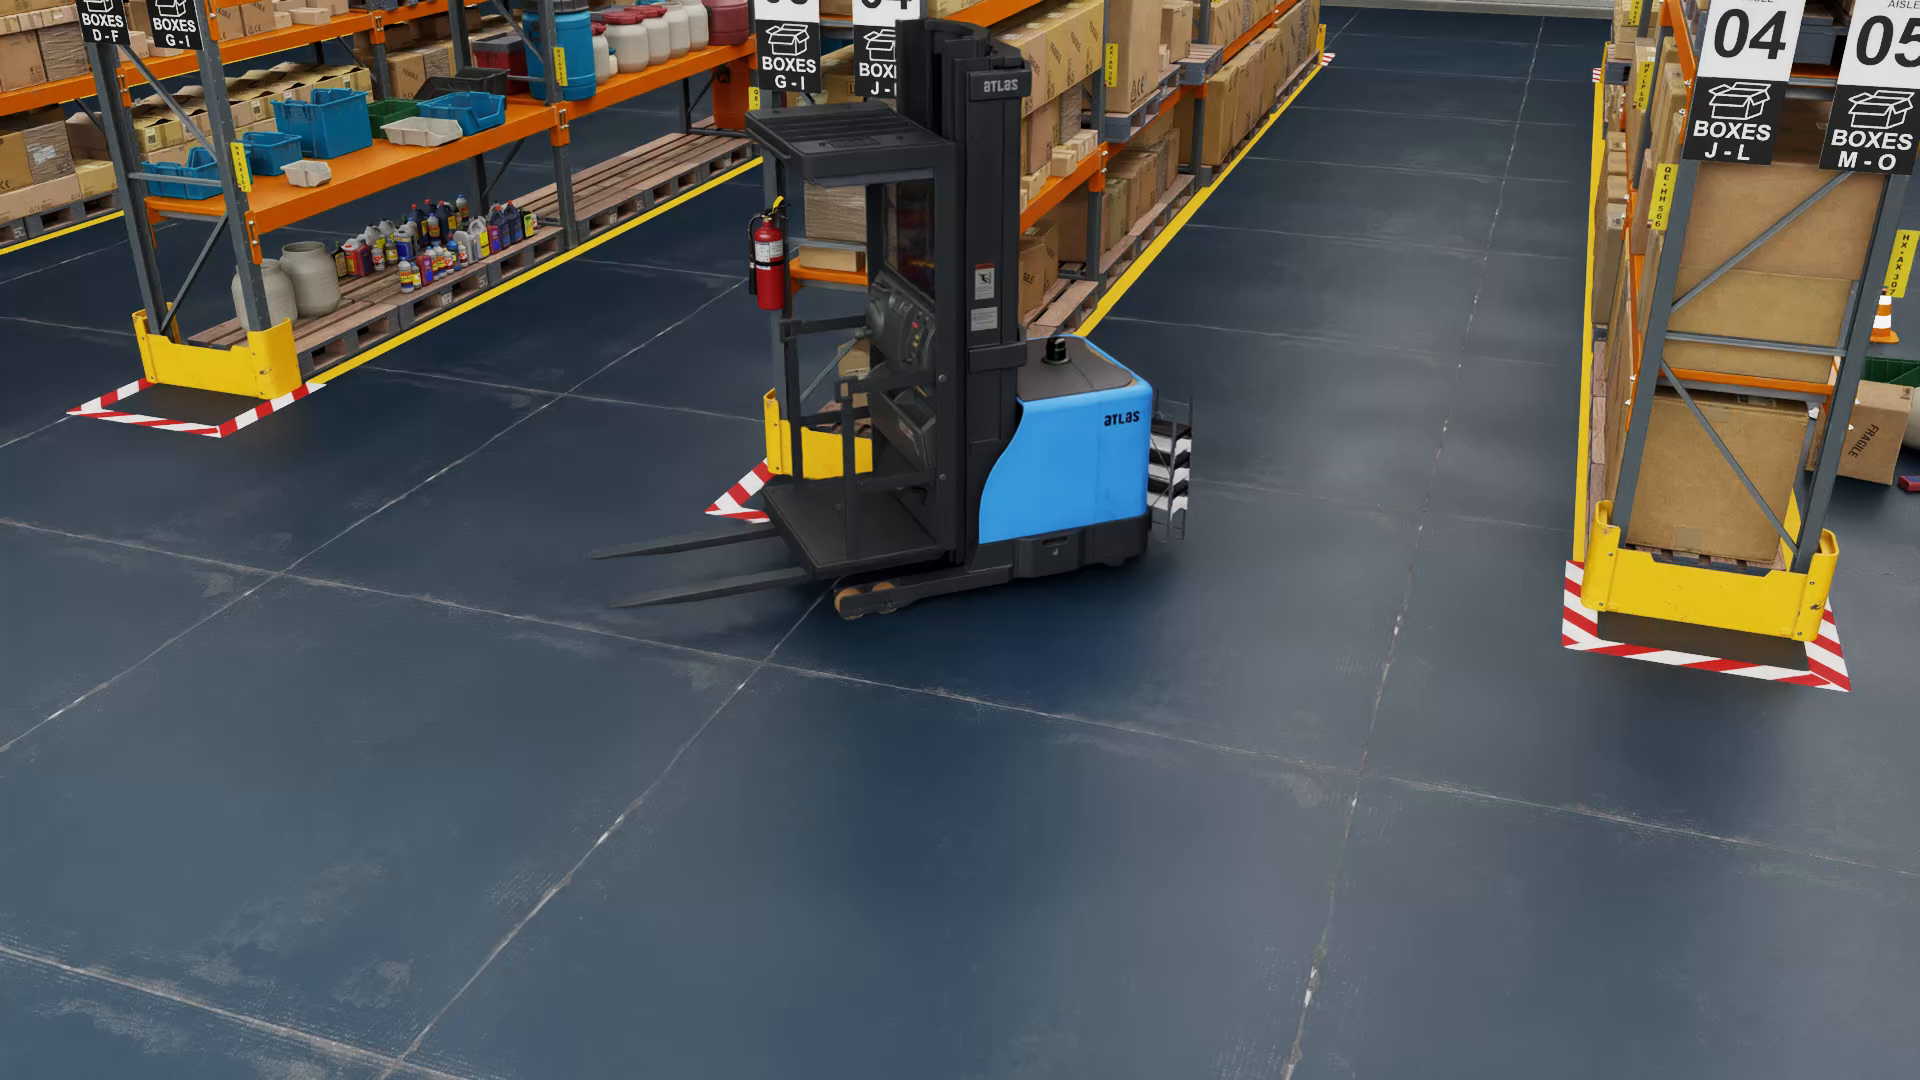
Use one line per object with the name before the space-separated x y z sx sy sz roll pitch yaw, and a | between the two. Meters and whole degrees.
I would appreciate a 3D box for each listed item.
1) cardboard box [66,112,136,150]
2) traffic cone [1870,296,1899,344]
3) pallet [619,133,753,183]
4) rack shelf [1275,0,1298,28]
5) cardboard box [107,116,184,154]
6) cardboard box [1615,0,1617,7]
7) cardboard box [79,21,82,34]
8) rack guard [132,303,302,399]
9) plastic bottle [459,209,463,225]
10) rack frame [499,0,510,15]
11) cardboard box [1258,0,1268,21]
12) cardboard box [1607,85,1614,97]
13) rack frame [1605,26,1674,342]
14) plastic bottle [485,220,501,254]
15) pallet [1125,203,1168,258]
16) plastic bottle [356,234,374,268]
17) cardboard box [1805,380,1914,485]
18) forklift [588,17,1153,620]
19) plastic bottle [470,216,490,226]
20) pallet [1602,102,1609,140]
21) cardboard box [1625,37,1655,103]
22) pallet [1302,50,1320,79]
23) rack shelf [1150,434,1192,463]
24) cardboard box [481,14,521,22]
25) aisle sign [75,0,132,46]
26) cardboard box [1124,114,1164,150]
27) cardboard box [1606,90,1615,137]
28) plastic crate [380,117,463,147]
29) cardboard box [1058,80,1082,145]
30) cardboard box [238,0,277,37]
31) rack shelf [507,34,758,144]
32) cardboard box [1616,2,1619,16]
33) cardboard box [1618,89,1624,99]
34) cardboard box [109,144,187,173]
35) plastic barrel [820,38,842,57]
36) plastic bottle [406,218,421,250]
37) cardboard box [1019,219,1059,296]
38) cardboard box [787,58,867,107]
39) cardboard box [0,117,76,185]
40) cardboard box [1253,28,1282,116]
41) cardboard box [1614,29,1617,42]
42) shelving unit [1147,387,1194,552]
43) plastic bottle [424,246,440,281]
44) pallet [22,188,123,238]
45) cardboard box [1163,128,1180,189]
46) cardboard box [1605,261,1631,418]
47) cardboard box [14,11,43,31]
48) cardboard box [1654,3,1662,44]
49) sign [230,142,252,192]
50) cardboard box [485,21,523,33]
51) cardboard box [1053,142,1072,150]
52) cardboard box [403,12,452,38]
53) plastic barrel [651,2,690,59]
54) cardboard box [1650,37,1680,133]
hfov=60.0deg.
cardboard box | -8.816 -4.233 17.080 0.500 0.311 0.500 9 27 17
traffic cone | 7.174 -1.813 12.963 0.336 0.463 0.334 9 27 17
pallet | -2.973 -4.177 18.135 1.003 0.211 1.213 9 27 17
rack shelf | 3.988 -7.169 21.939 1.077 0.370 4.000 9 27 17
cardboard box | -8.308 -4.159 16.927 0.500 0.311 0.500 9 27 18
cardboard box | 7.315 -5.776 18.043 0.380 0.149 0.250 9 27 18
cardboard box | -11.653 -6.686 22.103 0.750 0.750 0.750 8 27 17
rack guard | -5.360 -1.371 12.007 1.175 0.500 0.348 9 27 17
plastic bottle | -4.563 -2.931 15.067 0.097 0.201 0.097 0 26 0
rack frame | -6.018 -8.109 23.055 1.000 3.000 0.127 9 27 17
cardboard box | 3.253 -6.281 19.167 0.500 0.500 0.500 10 27 19
cardboard box | 7.922 -5.351 19.807 0.380 0.149 0.250 8 27 16
rack frame | 5.304 -2.622 11.724 1.000 3.000 0.127 9 27 17
plastic bottle | -4.031 -2.618 14.328 0.061 0.283 0.133 11 28 21
pallet | 1.323 -2.951 15.603 1.003 0.211 1.213 9 27 17
plastic bottle | -4.988 -2.405 13.895 0.152 0.276 0.135 8 27 16
cardboard box | 5.755 -0.712 10.643 0.500 0.500 0.500 14 29 26
forklift | -0.504 -1.152 8.765 3.031 2.935 1.130 -10 28 -19
plastic bottle | -4.165 -2.699 14.503 0.152 0.276 0.135 9 27 17
pallet | 8.157 -4.936 19.702 1.003 0.211 1.213 9 27 17
cardboard box | 6.231 -4.166 14.797 0.500 0.500 0.500 9 27 18
pallet | 4.462 -6.719 23.386 1.003 0.211 1.213 9 27 17
rack shelf | 1.161 -0.531 9.478 0.258 0.077 0.200 16 30 30
cardboard box | -6.409 -7.018 23.167 0.500 0.500 0.500 8 27 15
aisle sign | -5.645 -3.641 10.845 0.394 0.787 0.004 9 27 17
cardboard box | 1.630 -3.938 15.945 0.500 0.250 0.500 12 28 23
cardboard box | 7.470 -4.709 18.419 0.500 0.500 0.500 10 28 19
plastic crate | -4.312 -3.279 13.382 0.530 0.136 0.437 9 27 17
cardboard box | 0.453 -3.386 12.845 0.875 0.500 0.500 9 27 17
cardboard box | -7.892 -5.818 18.210 0.500 0.500 0.500 7 27 15
rack shelf | -3.345 -4.599 16.633 1.077 0.370 4.000 9 27 17
cardboard box | 6.883 -5.381 16.888 0.380 0.149 0.250 8 27 16
cardboard box | 6.957 -4.402 16.926 0.500 0.250 0.500 9 27 19
cardboard box | -8.312 -3.902 17.041 0.500 0.250 0.500 8 27 16
plastic barrel | -1.781 -6.121 20.877 0.600 0.901 0.708 9 27 17
plastic bottle | -4.747 -2.656 14.420 0.097 0.271 0.097 0 26 0
cardboard box | 0.490 -2.288 13.421 0.500 0.500 0.500 8 27 16
cardboard box | -0.721 -2.630 10.136 0.500 0.500 0.500 9 27 17
cardboard box | -8.806 -3.684 15.730 0.500 0.500 0.500 9 27 17
cardboard box | 3.129 -5.637 19.907 1.225 0.875 0.875 9 27 18
cardboard box | 6.622 -4.921 16.278 0.380 0.149 0.250 8 27 17
shelving unit | 1.161 -0.399 9.542 0.258 0.900 0.210 16 30 30
plastic bottle | -4.330 -2.268 13.619 0.097 0.271 0.097 0 26 0
pallet | -8.984 -3.245 16.211 1.003 0.211 1.213 9 27 17
cardboard box | 1.788 -3.822 16.564 0.700 0.500 0.500 7 27 15
cardboard box | 4.733 -1.236 10.816 0.875 0.875 0.875 9 27 18
cardboard box | -8.737 -4.806 15.375 0.380 0.149 0.250 8 27 16
cardboard box | 6.477 -4.578 14.501 0.700 0.500 0.500 9 27 17
sign | -4.824 -2.501 11.155 0.100 0.325 0.005 9 27 17
cardboard box | -6.084 -6.735 22.583 0.500 0.500 0.500 9 27 18
cardboard box | 0.634 -2.944 12.676 0.380 0.149 0.250 9 27 17
cardboard box | -6.908 -6.739 21.729 0.500 0.250 0.500 8 27 16
plastic barrel | -2.960 -5.169 16.855 0.421 0.512 0.421 0 26 0
cardboard box | 5.149 -3.029 11.153 0.875 0.550 0.550 9 27 17
